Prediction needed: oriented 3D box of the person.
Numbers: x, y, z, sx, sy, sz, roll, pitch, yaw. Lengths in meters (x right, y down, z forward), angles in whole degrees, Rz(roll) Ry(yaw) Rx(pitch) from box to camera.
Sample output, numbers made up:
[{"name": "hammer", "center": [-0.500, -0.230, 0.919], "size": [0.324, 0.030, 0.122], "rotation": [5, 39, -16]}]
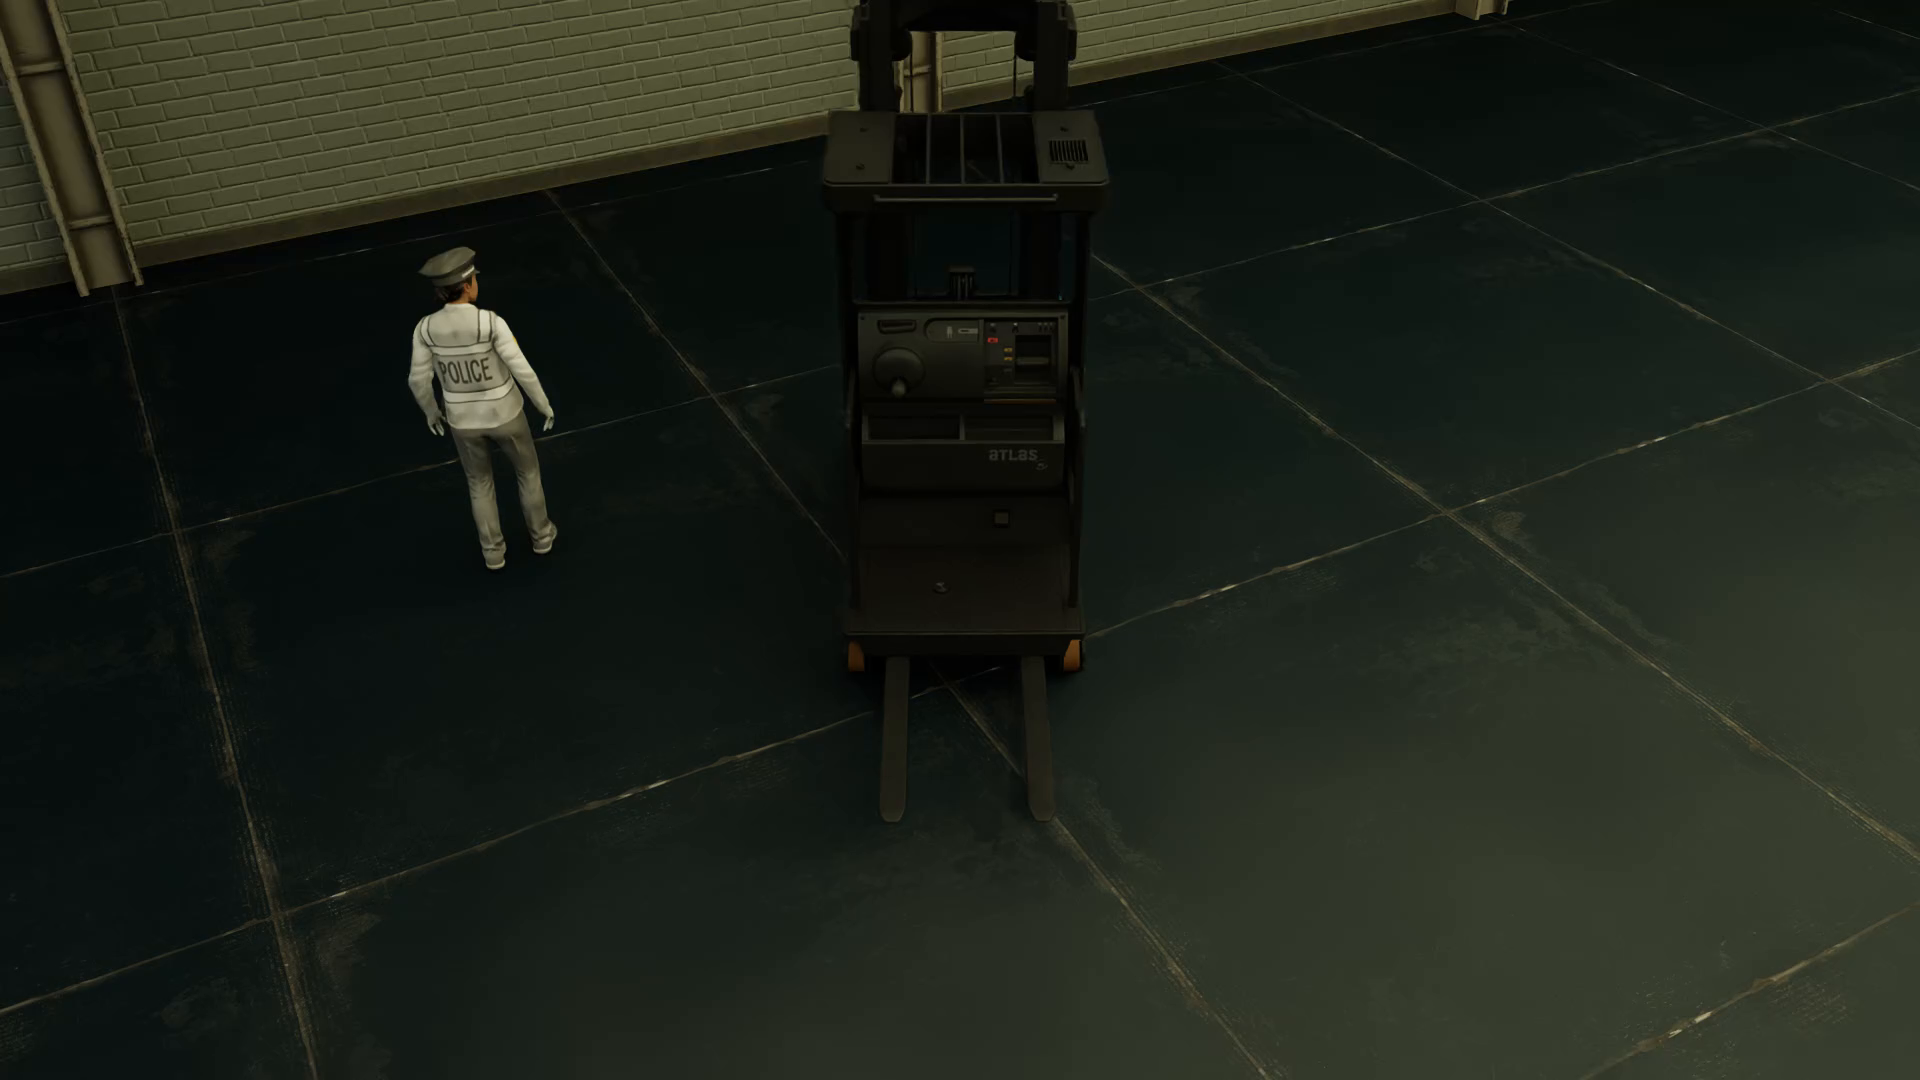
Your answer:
[{"name": "person", "center": [-2.307, -0.625, 8.112], "size": [0.641, 1.658, 0.435], "rotation": [-2, 35, -3]}]

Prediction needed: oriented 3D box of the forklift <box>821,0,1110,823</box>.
[{"name": "forklift", "center": [0.017, -0.758, 7.196], "size": [1.130, 2.935, 3.031], "rotation": [0, 35, 0]}]
